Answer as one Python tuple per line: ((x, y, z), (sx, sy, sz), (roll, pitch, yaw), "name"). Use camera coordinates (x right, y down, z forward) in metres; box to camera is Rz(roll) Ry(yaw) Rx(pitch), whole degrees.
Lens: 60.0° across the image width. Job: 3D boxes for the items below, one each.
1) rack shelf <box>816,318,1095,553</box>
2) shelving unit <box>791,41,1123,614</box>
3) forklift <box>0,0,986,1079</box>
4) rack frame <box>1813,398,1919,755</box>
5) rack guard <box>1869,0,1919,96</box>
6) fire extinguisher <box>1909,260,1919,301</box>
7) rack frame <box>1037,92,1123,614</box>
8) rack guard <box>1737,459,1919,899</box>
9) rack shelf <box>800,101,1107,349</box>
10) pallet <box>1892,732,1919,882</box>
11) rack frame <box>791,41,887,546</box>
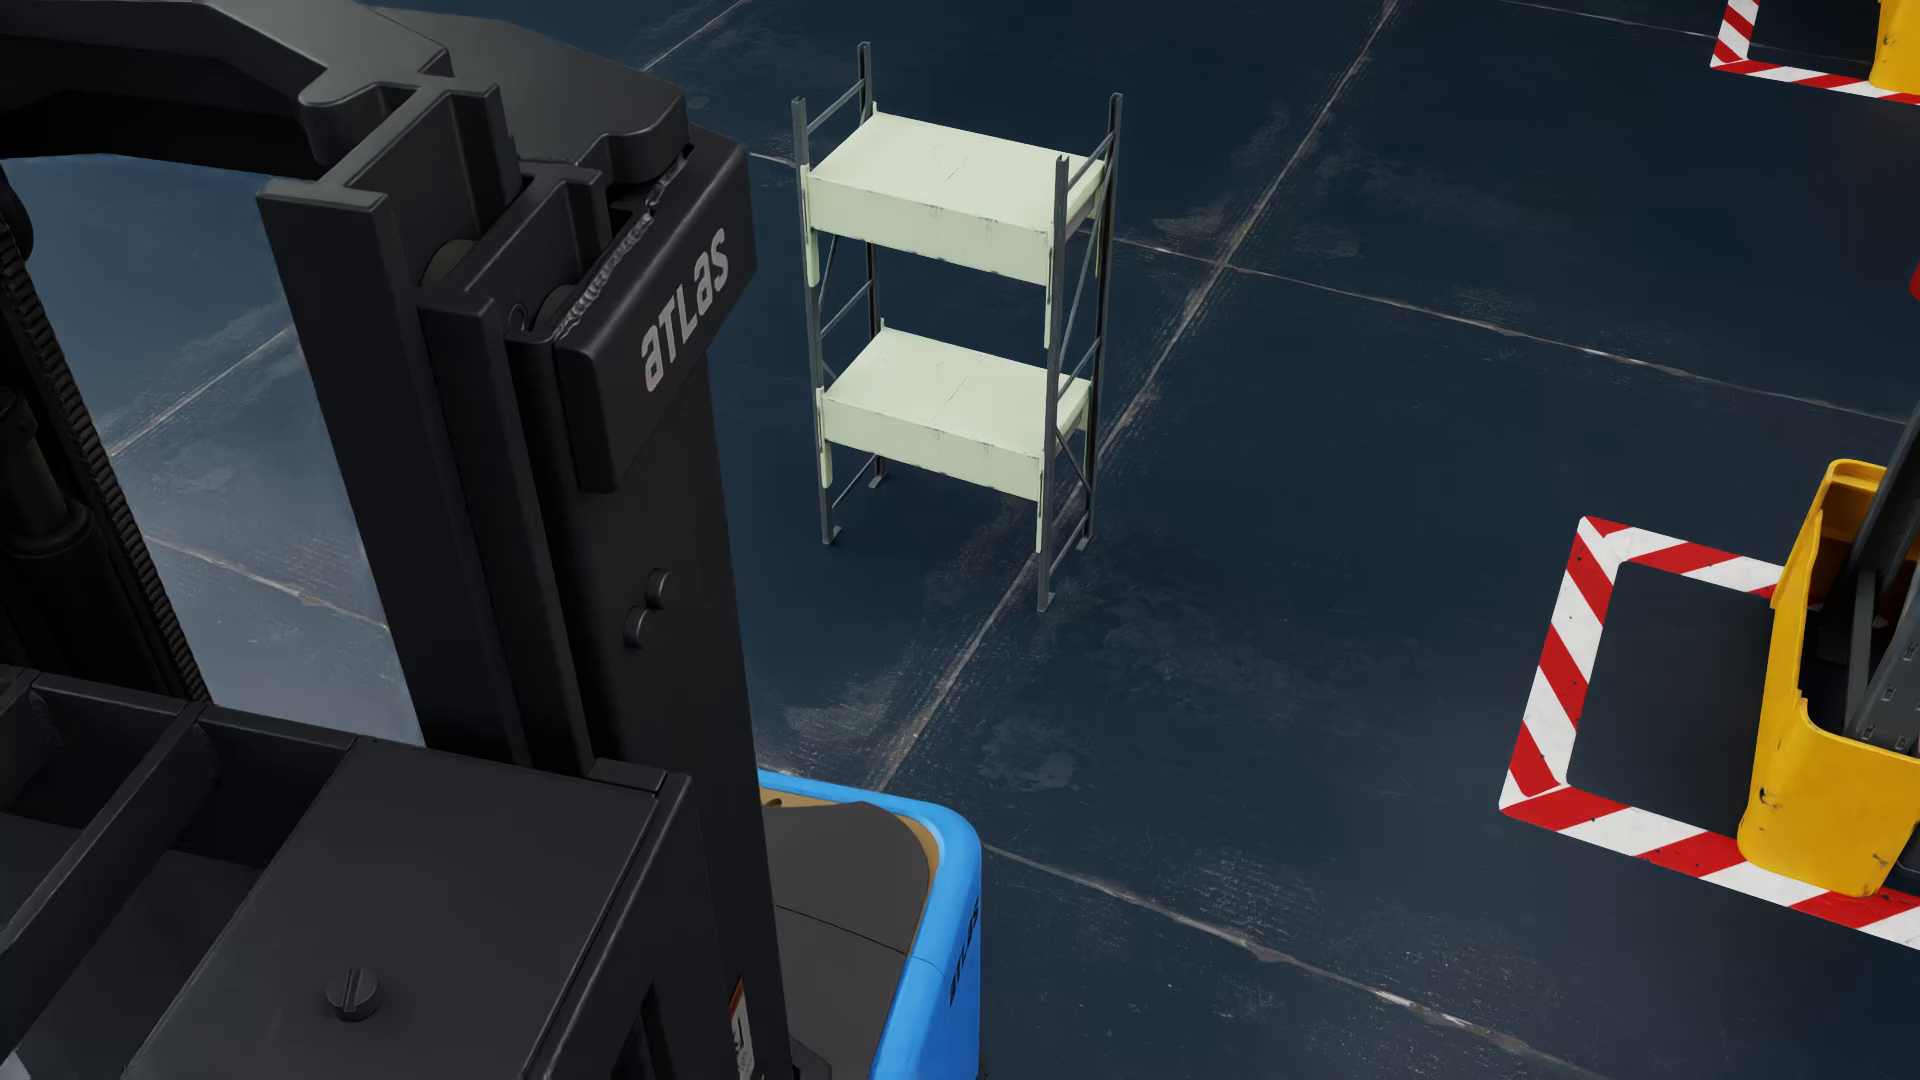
((-0.006, -0.322, 4.974), (0.720, 0.370, 0.431), (17, 44, 19), "rack shelf")
((-0.006, -0.569, 4.761), (0.755, 1.500, 0.431), (17, 44, 19), "shelving unit")
((-0.799, 1.061, 1.789), (1.130, 2.935, 3.031), (9, 42, 11), "forklift")
((2.427, -0.601, 3.653), (0.127, 3.000, 1.000), (17, 44, 19), "rack frame")
((4.587, -2.576, 7.841), (0.348, 0.500, 1.175), (17, 44, 19), "rack guard")
((2.516, -0.880, 4.034), (0.183, 0.674, 0.296), (17, 44, 19), "fire extinguisher")
((0.326, -0.467, 4.644), (0.023, 1.500, 0.400), (17, 44, 19), "rack frame")
((2.405, 0.337, 4.479), (0.348, 0.500, 1.175), (17, 44, 19), "rack guard")
((-0.006, -0.863, 4.505), (0.720, 0.370, 0.431), (17, 44, 19), "rack shelf")
((3.138, 0.640, 4.350), (1.213, 0.211, 1.003), (17, 44, 19), "pallet")
((-0.338, -0.670, 4.878), (0.023, 1.500, 0.400), (17, 44, 19), "rack frame")
